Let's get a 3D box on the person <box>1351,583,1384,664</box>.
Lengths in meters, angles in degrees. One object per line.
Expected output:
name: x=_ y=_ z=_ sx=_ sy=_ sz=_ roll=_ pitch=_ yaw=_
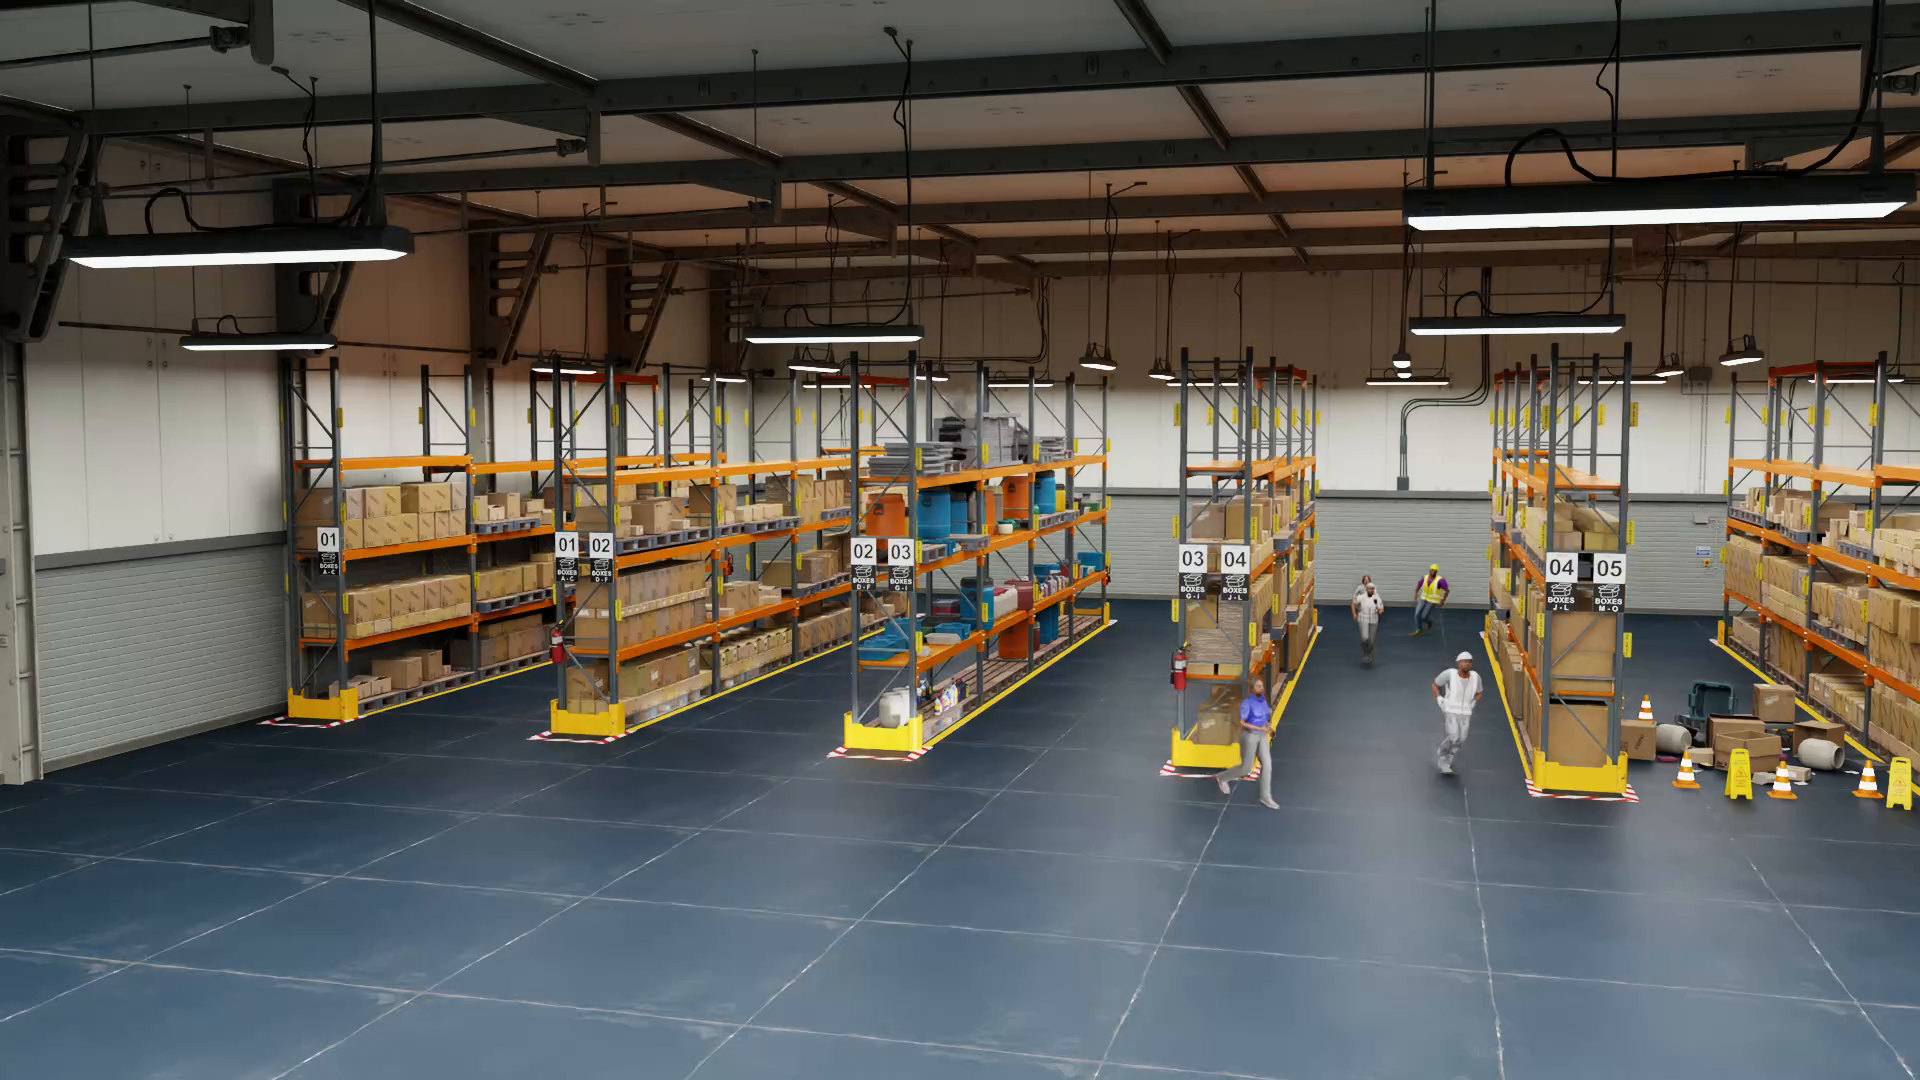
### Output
person: x=8.294 y=1.694 z=33.816 sx=0.615 sy=1.655 sz=0.762 roll=0 pitch=4 yaw=4

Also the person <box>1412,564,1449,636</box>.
person: x=10.795 y=1.379 z=38.136 sx=0.770 sy=1.666 sz=0.549 roll=4 pitch=6 yaw=44

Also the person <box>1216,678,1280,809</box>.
person: x=3.783 y=2.605 z=21.578 sx=0.589 sy=1.662 sz=0.908 roll=-3 pitch=5 yaw=-39

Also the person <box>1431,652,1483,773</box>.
person: x=6.990 y=2.420 z=23.255 sx=0.666 sy=1.733 sz=0.598 roll=-1 pitch=4 yaw=-8

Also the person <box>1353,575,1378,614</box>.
person: x=8.863 y=1.552 z=36.340 sx=0.560 sy=1.585 sz=0.686 roll=1 pitch=4 yaw=11
